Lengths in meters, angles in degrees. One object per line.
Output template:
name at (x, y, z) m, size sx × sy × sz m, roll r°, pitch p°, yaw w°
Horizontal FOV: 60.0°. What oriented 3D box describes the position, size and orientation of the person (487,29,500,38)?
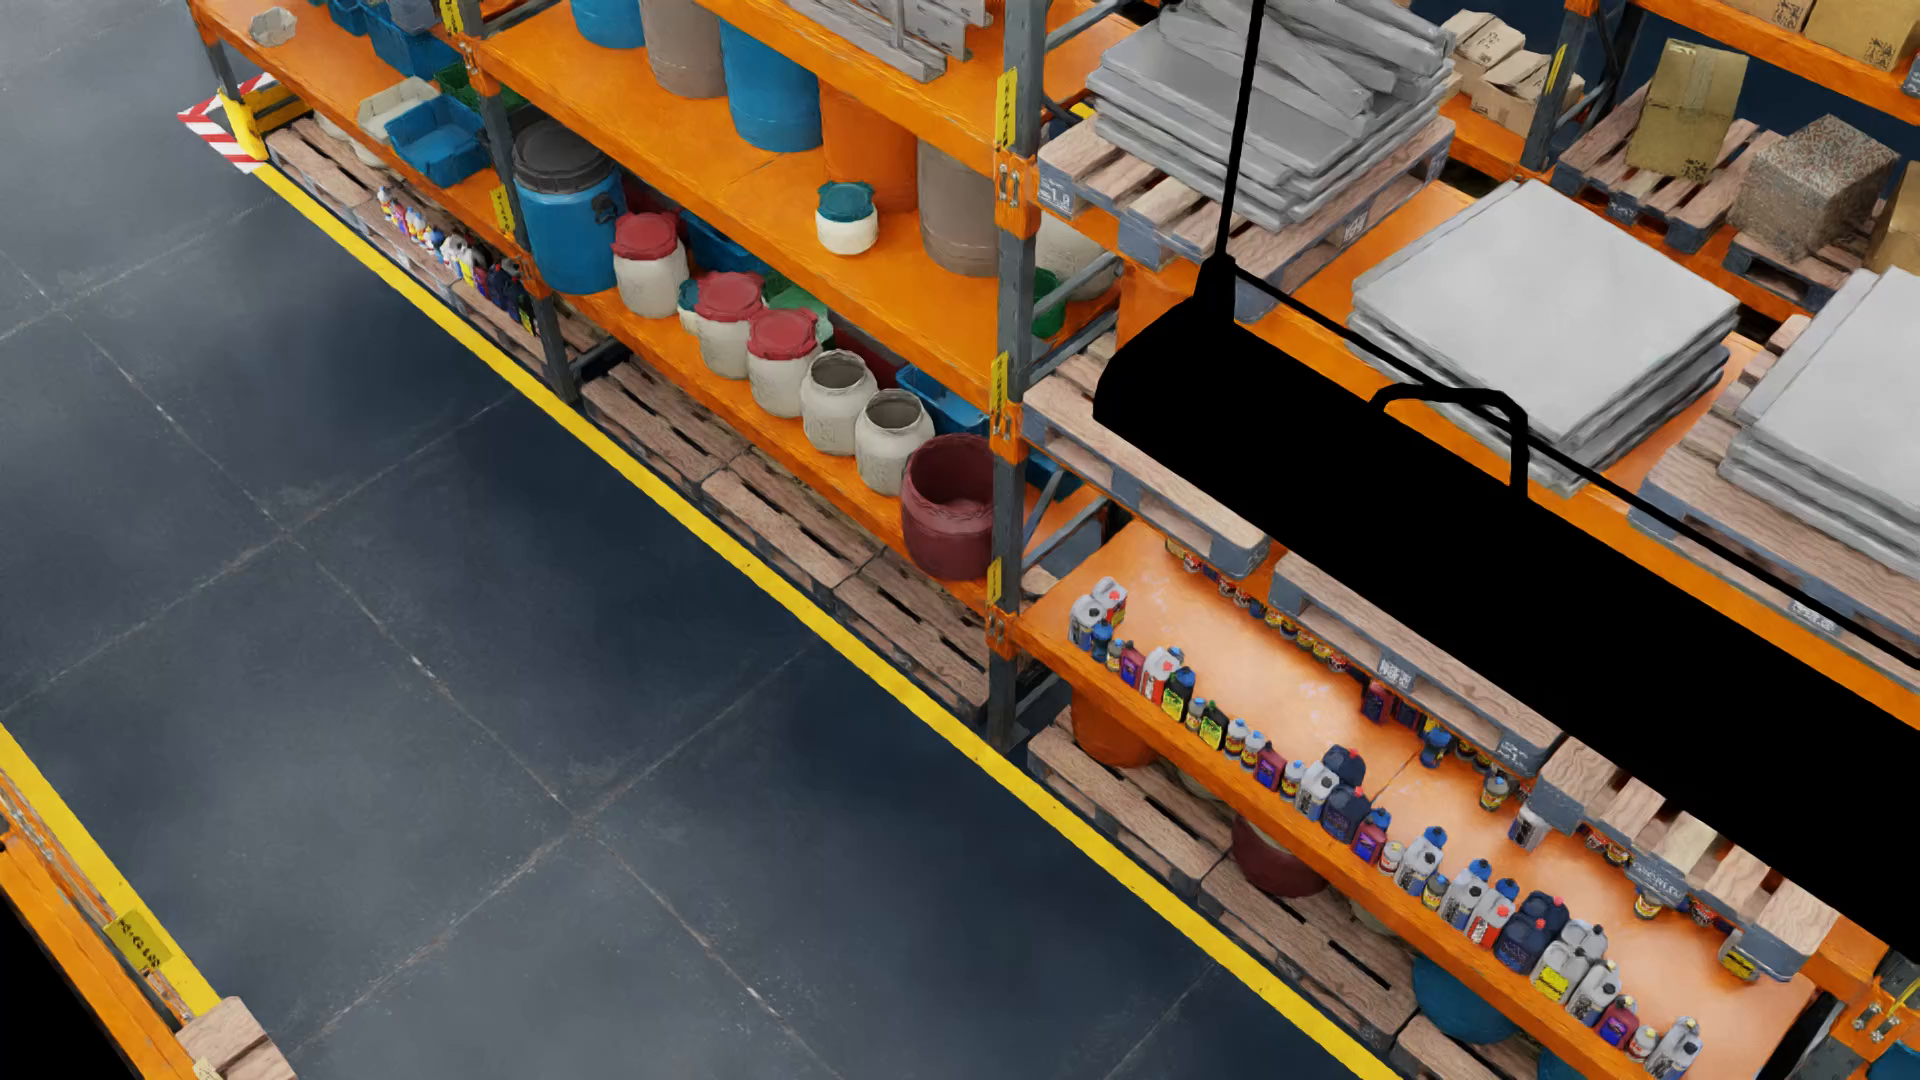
person at (-3.804, -4.441, 13.004) m, size 0.453 × 1.674 × 0.486 m, roll -14°, pitch 51°, yaw -11°
